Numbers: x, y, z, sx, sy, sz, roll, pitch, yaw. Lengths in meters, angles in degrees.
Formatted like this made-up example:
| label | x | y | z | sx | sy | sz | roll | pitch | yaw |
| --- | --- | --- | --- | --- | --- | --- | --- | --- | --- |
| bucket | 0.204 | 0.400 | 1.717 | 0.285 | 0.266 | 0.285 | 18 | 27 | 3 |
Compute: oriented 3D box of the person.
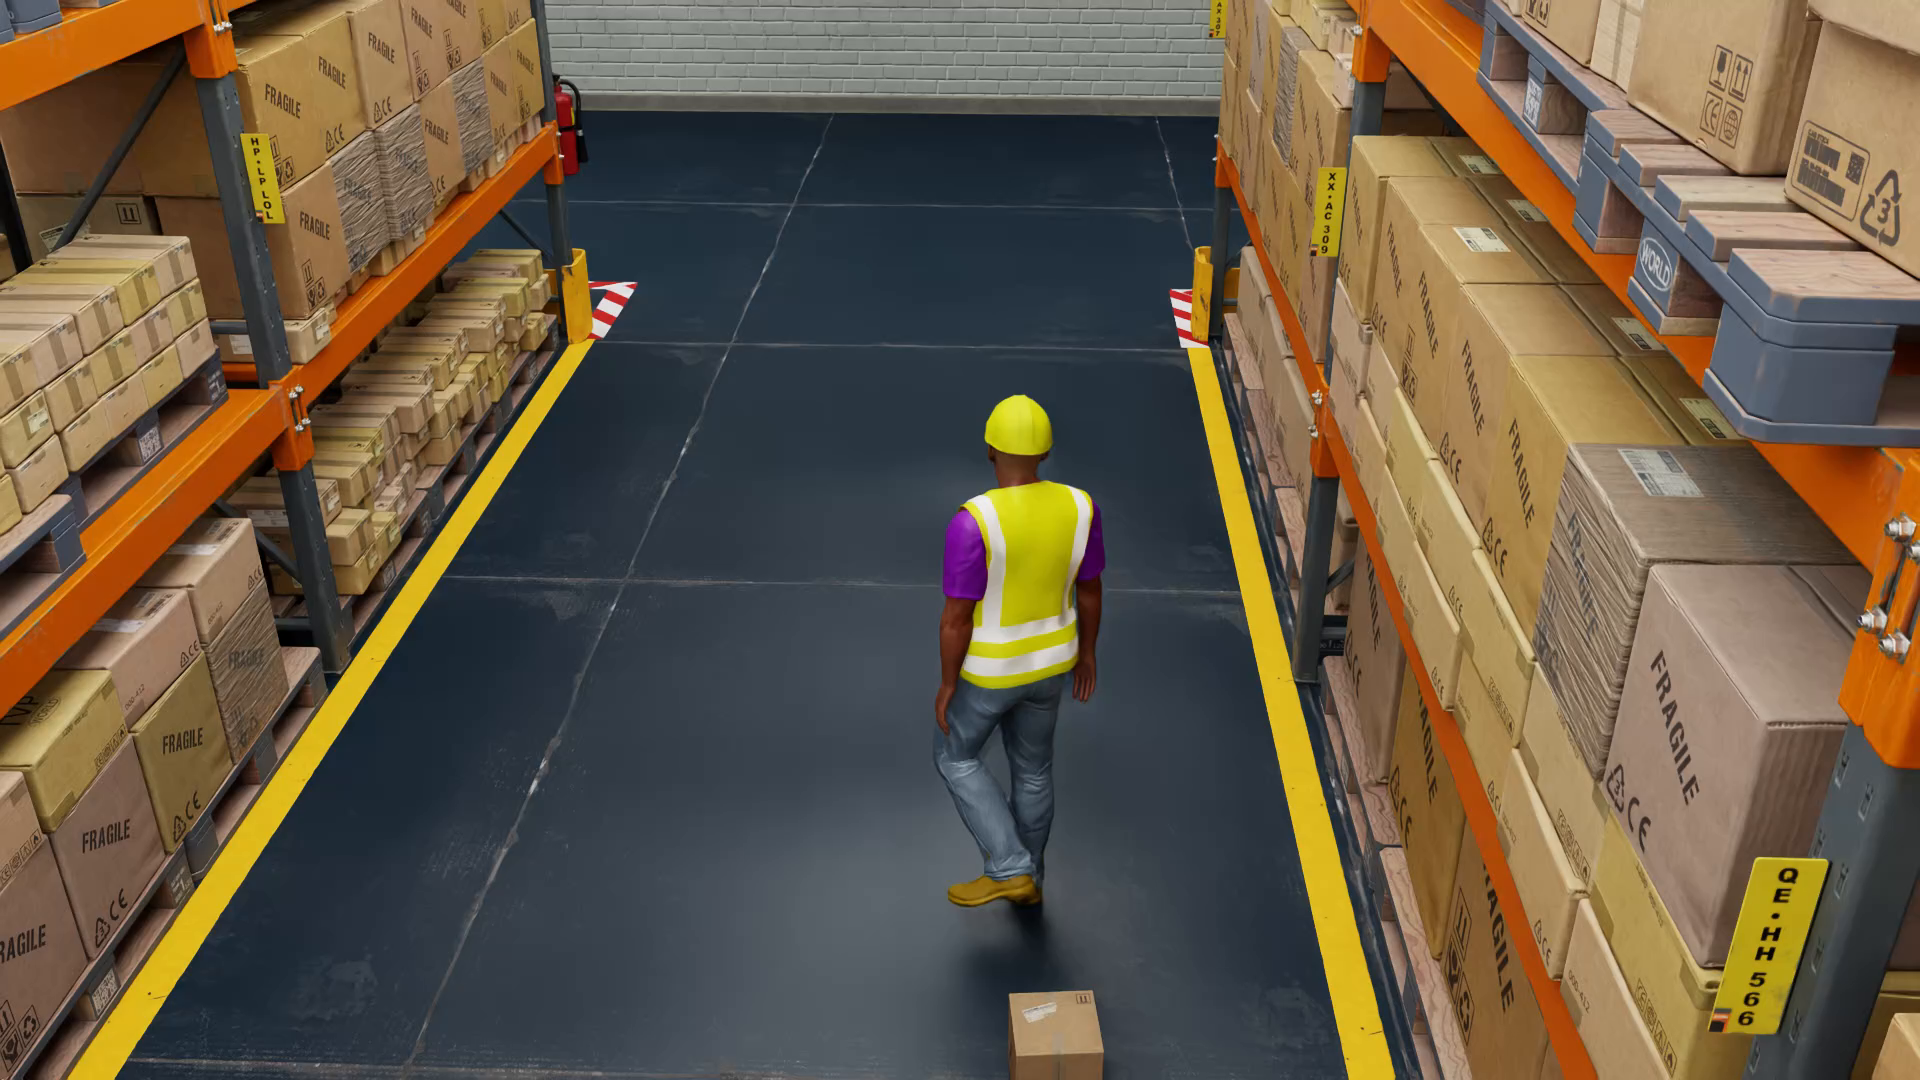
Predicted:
| label | x | y | z | sx | sy | sz | roll | pitch | yaw |
| --- | --- | --- | --- | --- | --- | --- | --- | --- | --- |
| person | 0.190 | 0.409 | 5.310 | 0.615 | 1.759 | 0.558 | -13 | 31 | -23 |
